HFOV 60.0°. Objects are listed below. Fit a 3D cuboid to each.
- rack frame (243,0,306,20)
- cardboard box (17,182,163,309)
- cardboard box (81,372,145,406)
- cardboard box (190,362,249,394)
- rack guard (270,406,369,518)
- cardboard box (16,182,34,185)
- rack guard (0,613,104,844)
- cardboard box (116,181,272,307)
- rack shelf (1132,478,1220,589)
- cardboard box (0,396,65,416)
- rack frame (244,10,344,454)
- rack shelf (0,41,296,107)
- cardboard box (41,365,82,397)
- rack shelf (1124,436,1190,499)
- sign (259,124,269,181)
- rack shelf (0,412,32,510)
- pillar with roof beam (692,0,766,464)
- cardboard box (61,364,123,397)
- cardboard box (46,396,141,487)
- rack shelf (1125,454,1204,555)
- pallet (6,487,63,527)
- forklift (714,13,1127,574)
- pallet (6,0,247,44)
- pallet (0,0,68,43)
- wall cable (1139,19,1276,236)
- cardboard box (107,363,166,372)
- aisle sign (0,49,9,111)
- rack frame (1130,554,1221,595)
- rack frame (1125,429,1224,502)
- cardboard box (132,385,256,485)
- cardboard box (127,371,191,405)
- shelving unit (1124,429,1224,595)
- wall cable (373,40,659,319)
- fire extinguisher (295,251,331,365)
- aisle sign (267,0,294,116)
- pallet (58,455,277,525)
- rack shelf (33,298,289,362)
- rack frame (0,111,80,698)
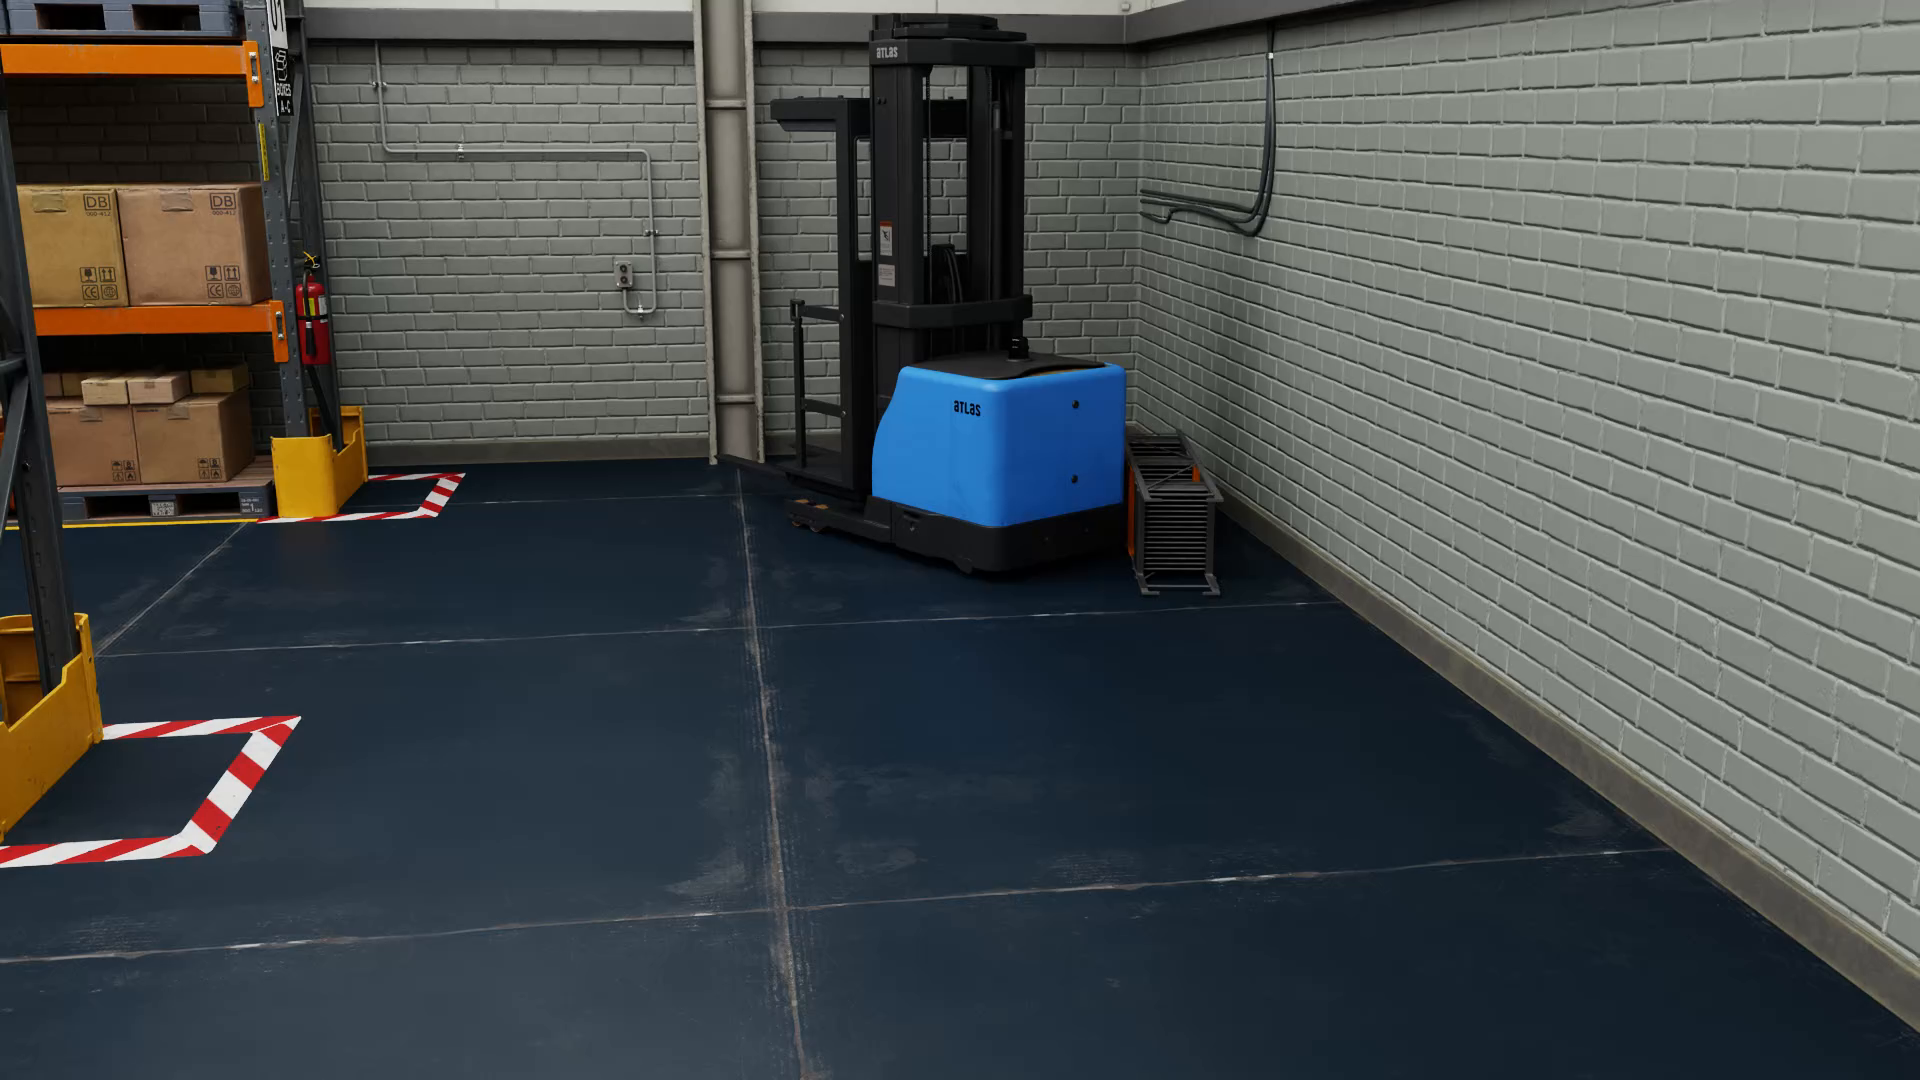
[{"bbox_3d":[-4.155,-4.643,9.735,0.127,3.000,1.000,-2,14,-8],"label":"rack frame"},{"bbox_3d":[-5.376,-1.828,10.229,0.700,0.700,0.980,-2,14,-9],"label":"cardboard box"},{"bbox_3d":[-5.185,-0.931,10.211,0.250,0.149,0.380,-2,14,-7],"label":"cardboard box"},{"bbox_3d":[-4.739,-1.042,10.652,0.250,0.149,0.380,-2,14,-8],"label":"cardboard box"},{"bbox_3d":[-4.132,-0.521,10.772,0.348,0.500,1.175,-2,14,-8],"label":"rack guard"},{"bbox_3d":[-6.131,-1.803,10.128,0.700,0.700,0.980,-3,14,-11],"label":"cardboard box"},{"bbox_3d":[-3.489,0.674,6.007,0.348,0.500,1.175,-2,14,-8],"label":"rack guard"},{"bbox_3d":[-4.658,-1.857,10.345,0.700,0.700,0.980,-1,14,-6],"label":"cardboard box"},{"bbox_3d":[1.142,-0.042,8.788,0.431,0.480,0.518,0,14,1],"label":"rack shelf"},{"bbox_3d":[-5.825,-0.638,10.375,0.500,0.500,0.700,-3,14,-10],"label":"cardboard box"},{"bbox_3d":[-4.155,-1.733,10.465,0.127,3.000,1.000,-2,14,-8],"label":"rack frame"},{"bbox_3d":[-6.133,-2.766,9.899,4.000,0.370,1.077,-2,14,-8],"label":"rack shelf"},{"bbox_3d":[-5.739,-1.005,10.505,0.250,0.149,0.380,-2,14,-8],"label":"cardboard box"},{"bbox_3d":[1.176,-0.370,10.149,0.431,0.480,0.518,0,14,1],"label":"rack shelf"},{"bbox_3d":[-4.088,-2.278,9.773,0.005,0.325,0.100,-2,14,-8],"label":"sign"},{"bbox_3d":[-5.391,-0.120,5.513,4.000,0.370,1.077,-2,14,-8],"label":"rack shelf"},{"bbox_3d":[-0.973,-3.913,6.826,0.400,9.000,9.100,-2,14,-8],"label":"pillar with roof beam"},{"bbox_3d":[-5.487,-1.014,10.542,0.250,0.149,0.380,-2,14,-8],"label":"cardboard box"},{"bbox_3d":[-5.327,-0.656,10.448,0.500,0.500,0.700,-2,14,-8],"label":"cardboard box"},{"bbox_3d":[1.159,-0.206,9.468,0.431,0.480,0.518,0,14,1],"label":"rack shelf"},{"bbox_3d":[-6.138,-0.289,10.440,1.213,0.211,1.003,-2,14,-8],"label":"pallet"},{"bbox_3d":[-0.403,-1.537,9.825,1.130,2.935,3.031,-12,18,-39],"label":"forklift"},{"bbox_3d":[-4.887,-3.115,9.994,1.213,0.211,1.003,-2,14,-8],"label":"pallet"},{"bbox_3d":[-6.096,-3.070,9.814,1.213,0.211,1.003,-2,14,-8],"label":"pallet"},{"bbox_3d":[1.491,-3.256,10.587,0.112,2.526,3.097,-2,14,-8],"label":"wall cable"},{"bbox_3d":[-5.240,-1.023,10.578,0.250,0.149,0.380,-2,14,-8],"label":"cardboard box"},{"bbox_3d":[-3.390,-1.875,5.689,0.004,0.787,0.394,-2,14,-8],"label":"aisle sign"},{"bbox_3d":[1.159,0.028,9.539,0.400,0.015,2.100,0,14,1],"label":"rack frame"},{"bbox_3d":[1.159,-0.446,9.424,0.400,0.015,2.100,0,14,1],"label":"rack frame"},{"bbox_3d":[-4.833,-0.675,10.521,0.500,0.500,0.700,-2,14,-8],"label":"cardboard box"},{"bbox_3d":[-4.932,-0.941,10.249,0.250,0.149,0.380,-2,14,-9],"label":"cardboard box"},{"bbox_3d":[1.159,-0.209,9.482,0.431,0.503,2.100,0,14,1],"label":"shelving unit"},{"bbox_3d":[-3.030,-2.500,11.434,1.851,1.984,0.084,-2,14,-8],"label":"wall cable"},{"bbox_3d":[-3.937,-1.409,10.099,0.183,0.674,0.296,-2,14,-8],"label":"fire extinguisher"},{"bbox_3d":[-4.040,-2.924,9.871,0.004,0.787,0.394,-2,14,-8],"label":"aisle sign"},{"bbox_3d":[-4.934,-0.332,10.614,1.213,0.211,1.003,-2,14,-8],"label":"pallet"},{"bbox_3d":[-6.133,-1.311,10.263,4.000,0.370,1.077,-2,14,-8],"label":"rack shelf"},{"bbox_3d":[-3.414,-0.541,5.714,0.127,3.000,1.000,-2,14,-8],"label":"rack frame"}]
